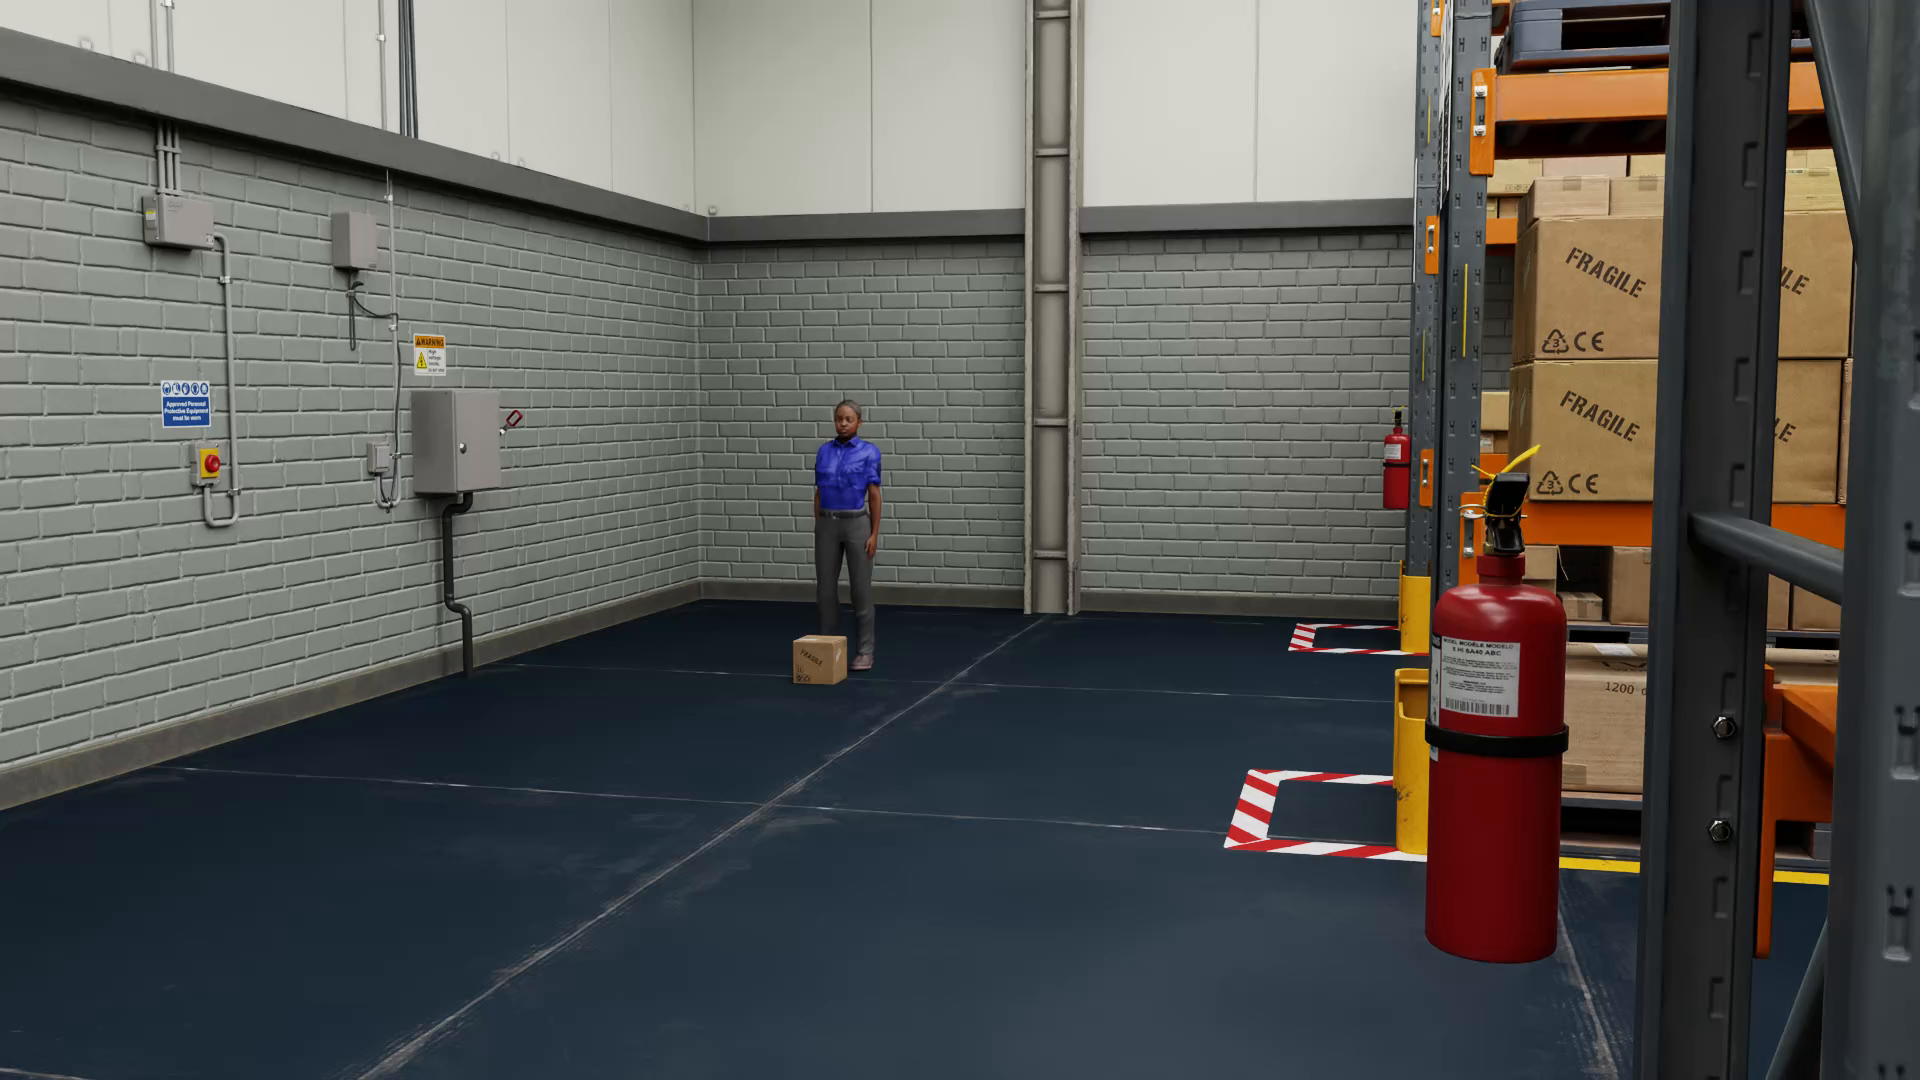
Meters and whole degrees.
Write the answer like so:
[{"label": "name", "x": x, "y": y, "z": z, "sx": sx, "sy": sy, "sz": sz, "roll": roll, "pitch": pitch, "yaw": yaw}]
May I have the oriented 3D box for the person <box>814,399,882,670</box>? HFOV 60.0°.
[{"label": "person", "x": -0.694, "y": -0.033, "z": 10.216, "sx": 0.436, "sy": 1.657, "sz": 0.307, "roll": 1, "pitch": 5, "yaw": 15}]
